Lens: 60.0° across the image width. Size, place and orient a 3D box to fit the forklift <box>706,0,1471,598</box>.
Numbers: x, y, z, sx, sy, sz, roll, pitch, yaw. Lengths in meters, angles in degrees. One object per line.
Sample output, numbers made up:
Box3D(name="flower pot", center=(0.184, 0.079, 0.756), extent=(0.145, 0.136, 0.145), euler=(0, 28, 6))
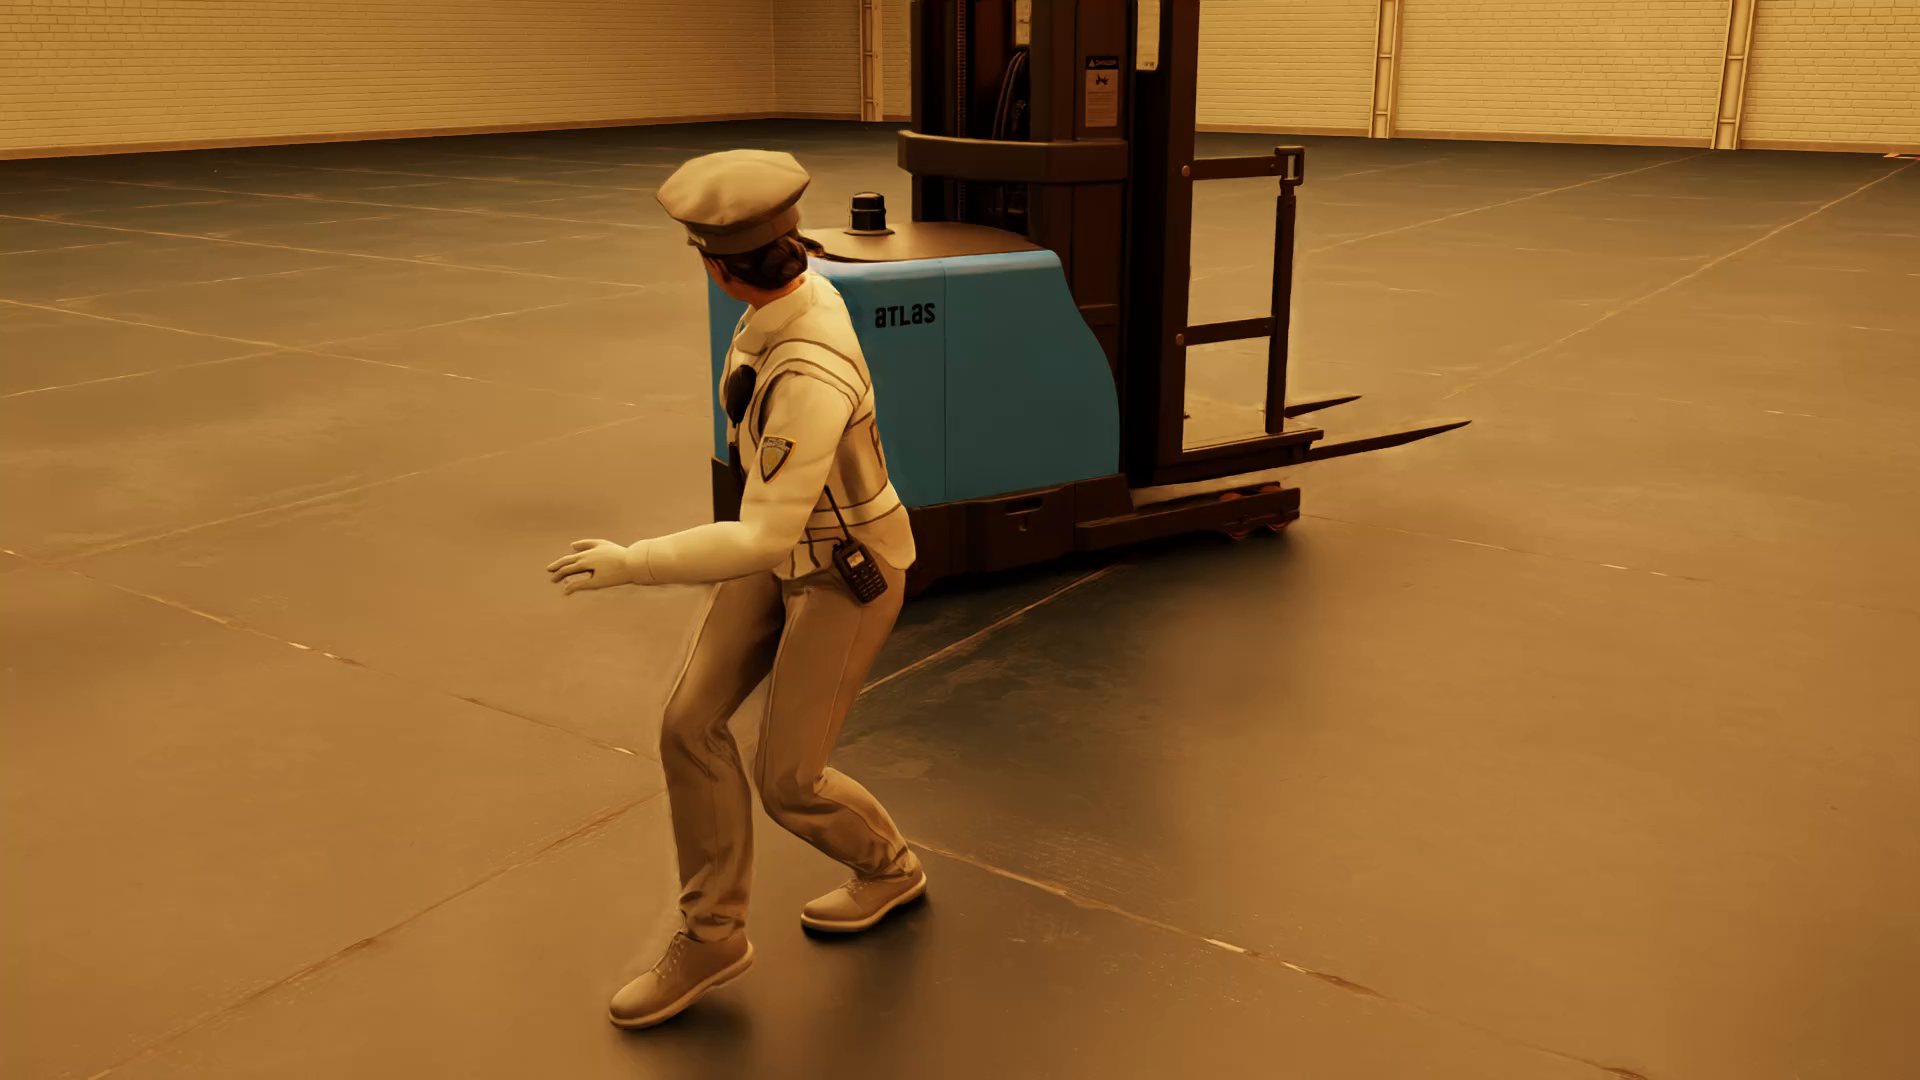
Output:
Box3D(name="forklift", center=(0.638, -1.522, 5.924), extent=(3.031, 2.935, 1.130), euler=(-10, 20, -31))

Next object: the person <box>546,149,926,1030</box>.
Box3D(name="person", center=(-0.432, 0.052, 3.123), extent=(0.736, 1.535, 0.709), euler=(-10, 19, -30))
